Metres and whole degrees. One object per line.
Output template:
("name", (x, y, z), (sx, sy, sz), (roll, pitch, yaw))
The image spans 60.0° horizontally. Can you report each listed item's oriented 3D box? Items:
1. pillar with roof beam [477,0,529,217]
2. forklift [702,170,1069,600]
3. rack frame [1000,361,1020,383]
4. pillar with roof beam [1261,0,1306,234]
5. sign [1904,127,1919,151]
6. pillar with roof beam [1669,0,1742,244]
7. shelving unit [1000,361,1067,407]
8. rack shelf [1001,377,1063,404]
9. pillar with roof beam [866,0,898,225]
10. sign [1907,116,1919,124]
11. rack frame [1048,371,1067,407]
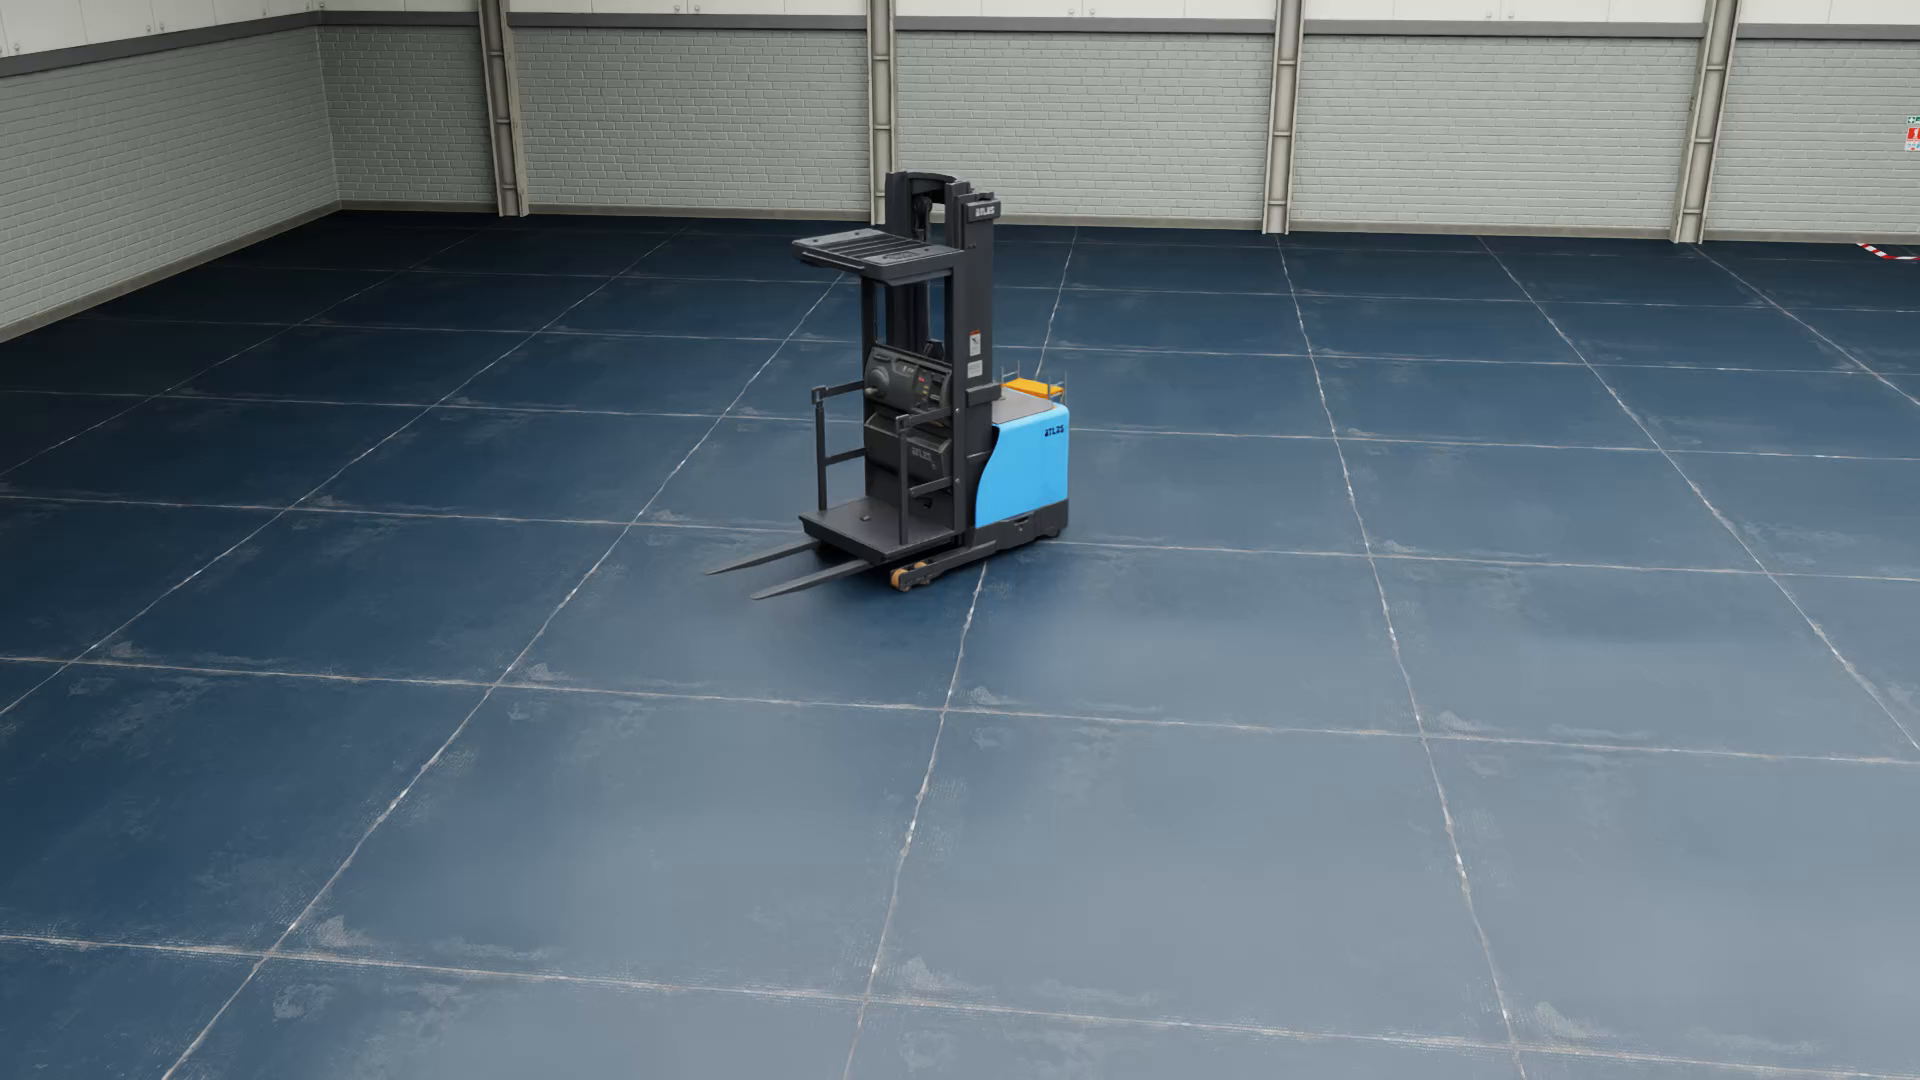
("pillar with roof beam", (-7.636, -7.819, 20.976), (0.400, 9.000, 9.100), (2, 22, 6))
("forklift", (-0.552, -1.196, 12.479), (3.031, 2.935, 1.130), (-18, 28, -38))
("rack frame", (0.419, -0.909, 14.106), (0.015, 1.200, 0.240), (17, 27, 36))
("pillar with roof beam", (4.281, -7.299, 19.663), (0.400, 9.000, 9.100), (2, 22, 6))
("sign", (13.717, -5.761, 23.883), (0.234, 0.329, 0.001), (2, 22, 6))
("pillar with roof beam", (10.239, -7.040, 19.007), (0.400, 9.000, 9.100), (2, 22, 6))
("shelving unit", (0.607, -0.852, 13.962), (0.503, 1.200, 0.258), (17, 27, 36))
("rack shelf", (0.607, -1.217, 13.818), (0.480, 0.148, 0.258), (17, 27, 36))
("pillar with roof beam", (-1.678, -7.559, 20.320), (0.400, 9.000, 9.100), (2, 22, 6))
("sign", (13.721, -6.004, 23.777), (0.331, 0.109, 0.001), (2, 22, 6))
("rack frame", (0.795, -0.795, 13.818), (0.015, 1.200, 0.240), (17, 27, 36))
